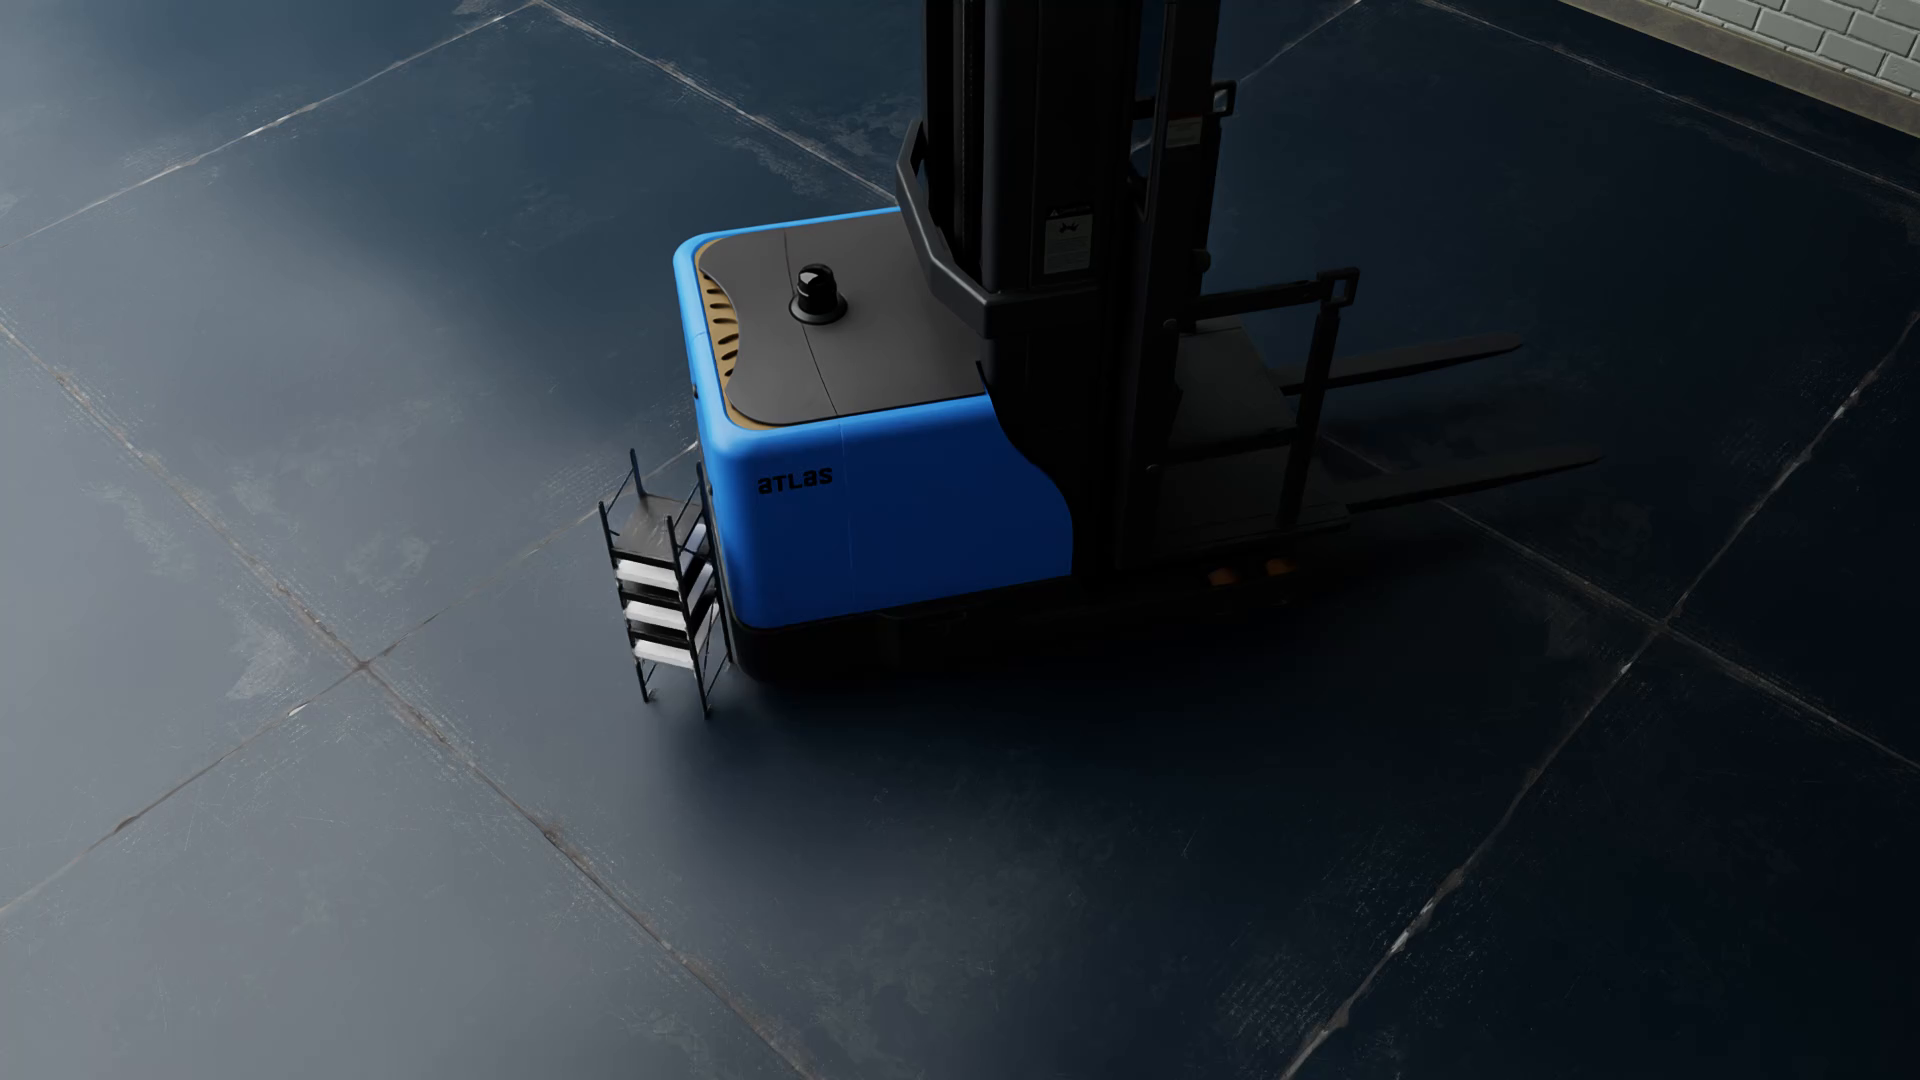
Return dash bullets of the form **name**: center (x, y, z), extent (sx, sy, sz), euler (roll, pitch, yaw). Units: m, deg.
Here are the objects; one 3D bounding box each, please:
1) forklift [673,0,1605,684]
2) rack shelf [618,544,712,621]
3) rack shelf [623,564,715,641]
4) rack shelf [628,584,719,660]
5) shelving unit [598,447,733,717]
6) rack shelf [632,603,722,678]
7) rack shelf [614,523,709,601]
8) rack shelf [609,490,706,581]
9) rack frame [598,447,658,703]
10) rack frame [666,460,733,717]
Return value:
- **forklift**: center (0.670, -1.121, 4.792), extent (3.031, 2.935, 1.130), euler (-10, 48, -9)
- **rack shelf**: center (-0.870, 0.106, 4.954), extent (0.200, 0.077, 0.258), euler (12, 48, 11)
- **rack shelf**: center (-0.870, 0.168, 5.020), extent (0.200, 0.077, 0.258), euler (12, 48, 11)
- **rack shelf**: center (-0.870, 0.229, 5.086), extent (0.200, 0.077, 0.258), euler (12, 48, 11)
- **shelving unit**: center (-0.870, 0.145, 4.995), extent (0.210, 0.900, 0.258), euler (12, 48, 11)
- **rack shelf**: center (-0.869, 0.290, 5.152), extent (0.200, 0.077, 0.258), euler (12, 48, 11)
- **rack shelf**: center (-0.870, 0.045, 4.888), extent (0.200, 0.077, 0.258), euler (12, 48, 11)
- **rack shelf**: center (-0.870, -0.016, 4.822), extent (0.200, 0.077, 0.258), euler (12, 48, 11)
- **rack frame**: center (-0.968, 0.125, 5.014), extent (0.006, 0.900, 0.240), euler (12, 48, 11)
- **rack frame**: center (-0.772, 0.165, 4.977), extent (0.006, 0.900, 0.240), euler (12, 48, 11)
